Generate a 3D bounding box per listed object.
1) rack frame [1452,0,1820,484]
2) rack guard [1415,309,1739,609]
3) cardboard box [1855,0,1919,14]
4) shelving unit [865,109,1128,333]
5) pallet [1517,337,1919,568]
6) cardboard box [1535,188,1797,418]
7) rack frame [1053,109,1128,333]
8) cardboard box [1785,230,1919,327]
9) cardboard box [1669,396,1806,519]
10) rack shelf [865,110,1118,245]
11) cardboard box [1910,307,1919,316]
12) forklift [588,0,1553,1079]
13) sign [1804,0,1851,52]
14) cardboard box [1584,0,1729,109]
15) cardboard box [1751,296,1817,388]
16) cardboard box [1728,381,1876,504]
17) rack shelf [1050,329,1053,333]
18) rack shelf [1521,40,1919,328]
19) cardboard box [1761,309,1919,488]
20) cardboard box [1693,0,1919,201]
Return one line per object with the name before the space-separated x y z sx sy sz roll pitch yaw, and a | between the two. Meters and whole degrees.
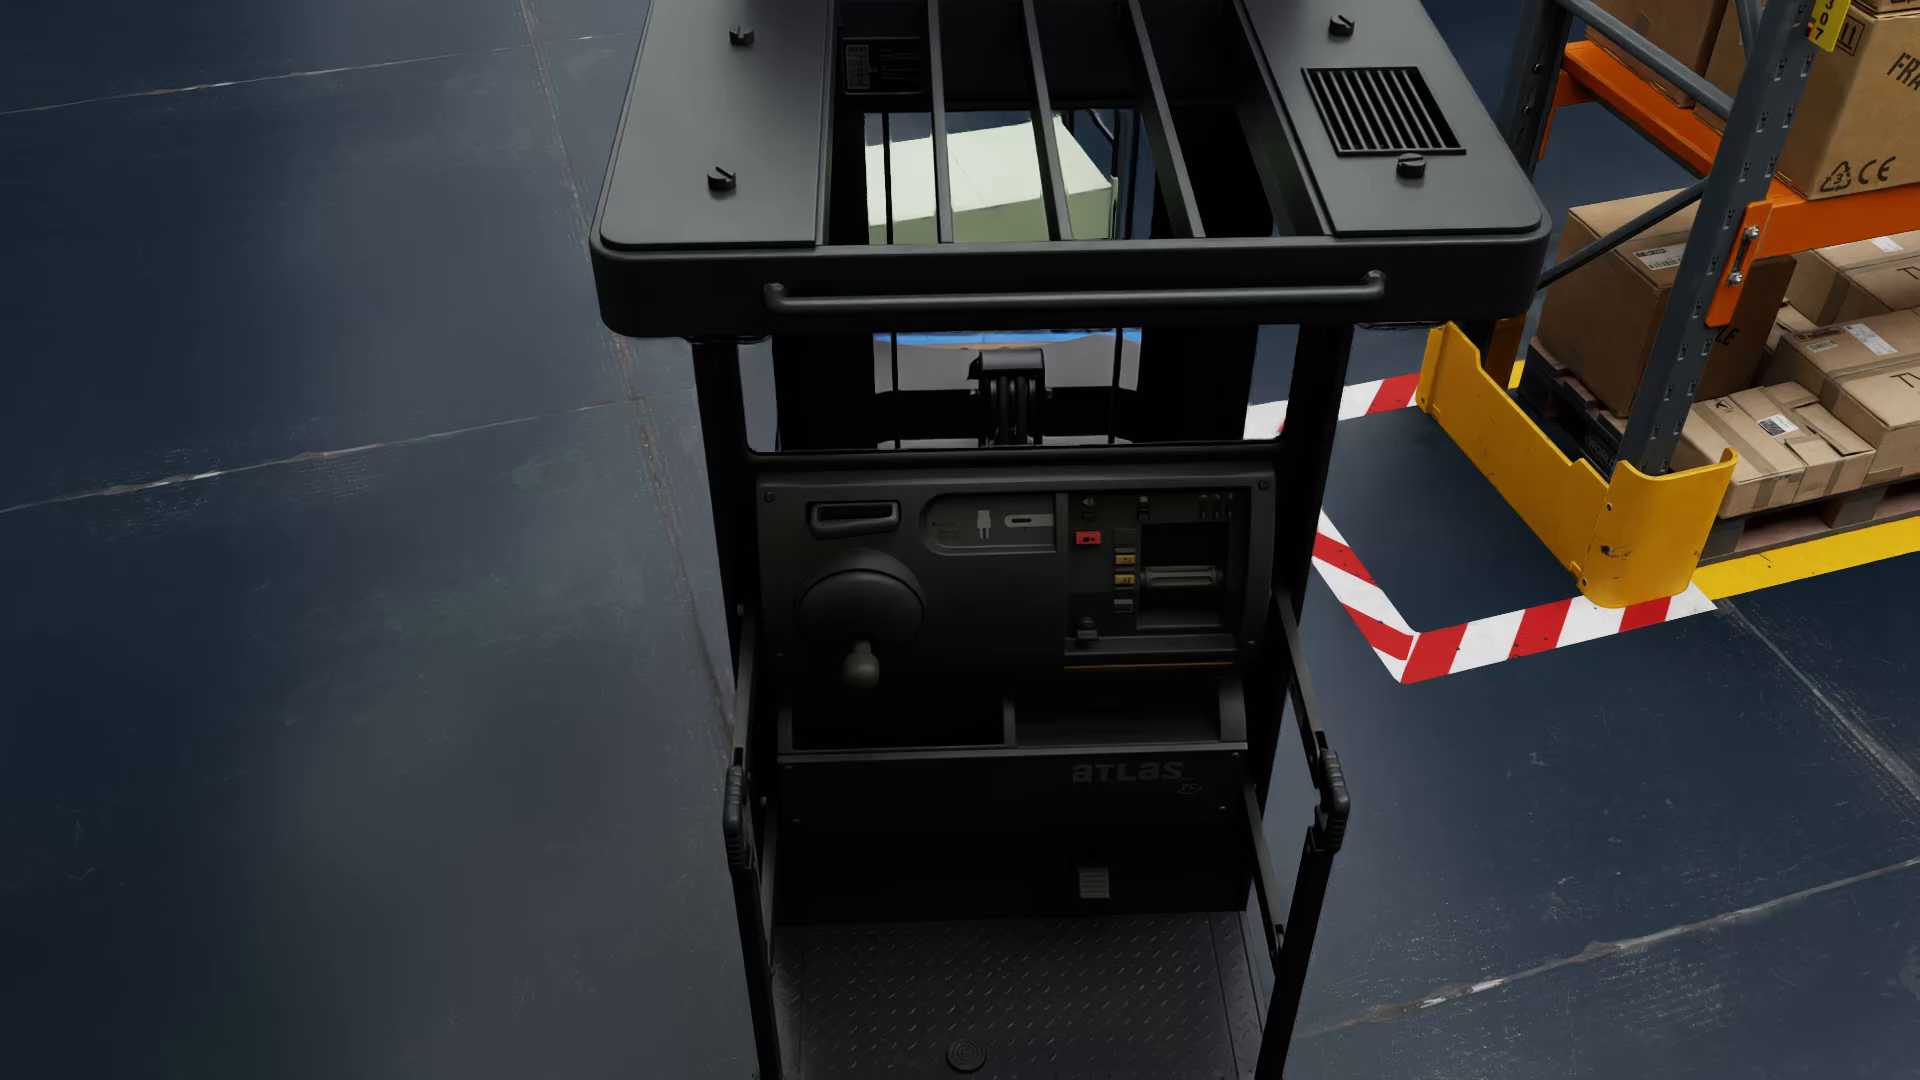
rack frame | 1.840 -1.297 4.454 0.127 3.000 1.000 -12 42 -13
rack guard | 1.912 -0.370 5.294 0.348 0.500 1.175 -12 42 -13
cardboard box | 2.342 -1.633 4.004 0.500 0.500 0.500 -10 42 -12
shelving unit | 0.006 -0.566 4.758 0.755 1.500 0.431 -12 42 -13
pallet | 2.672 -0.420 5.570 1.213 0.211 1.003 -12 42 -13
cardboard box | 2.284 -0.783 5.432 0.500 0.500 0.500 -12 42 -13
rack frame | 0.355 -0.638 4.841 0.023 1.500 0.400 -12 42 -13
cardboard box | 3.199 -0.858 5.708 0.500 0.250 0.500 -12 42 -13
cardboard box | 2.342 -0.256 5.095 0.250 0.149 0.380 -12 42 -13
rack shelf | 0.006 -0.860 4.501 0.720 0.370 0.431 -12 42 -13
cardboard box | 3.397 -0.554 5.360 0.500 0.250 0.500 -12 42 -13
forklift | 0.113 0.148 2.853 1.130 2.935 3.031 -1 41 -2
sign | 2.003 -1.282 3.780 0.005 0.325 0.100 -12 42 -13
cardboard box | 2.185 -1.594 4.718 0.500 0.500 0.500 -10 42 -12
cardboard box | 2.698 -0.681 5.569 0.250 0.166 0.380 -12 42 -13
cardboard box | 2.581 -0.312 5.146 0.250 0.166 0.380 -12 42 -13
rack shelf | 0.006 -0.321 4.973 0.720 0.370 0.431 -12 42 -13
rack shelf | 3.747 -1.421 5.143 4.000 0.370 1.077 -12 42 -13
cardboard box | 2.920 -0.455 5.247 0.500 0.250 0.500 -12 42 -13
cardboard box | 2.342 -1.257 4.332 0.500 0.500 0.500 -11 42 -12
